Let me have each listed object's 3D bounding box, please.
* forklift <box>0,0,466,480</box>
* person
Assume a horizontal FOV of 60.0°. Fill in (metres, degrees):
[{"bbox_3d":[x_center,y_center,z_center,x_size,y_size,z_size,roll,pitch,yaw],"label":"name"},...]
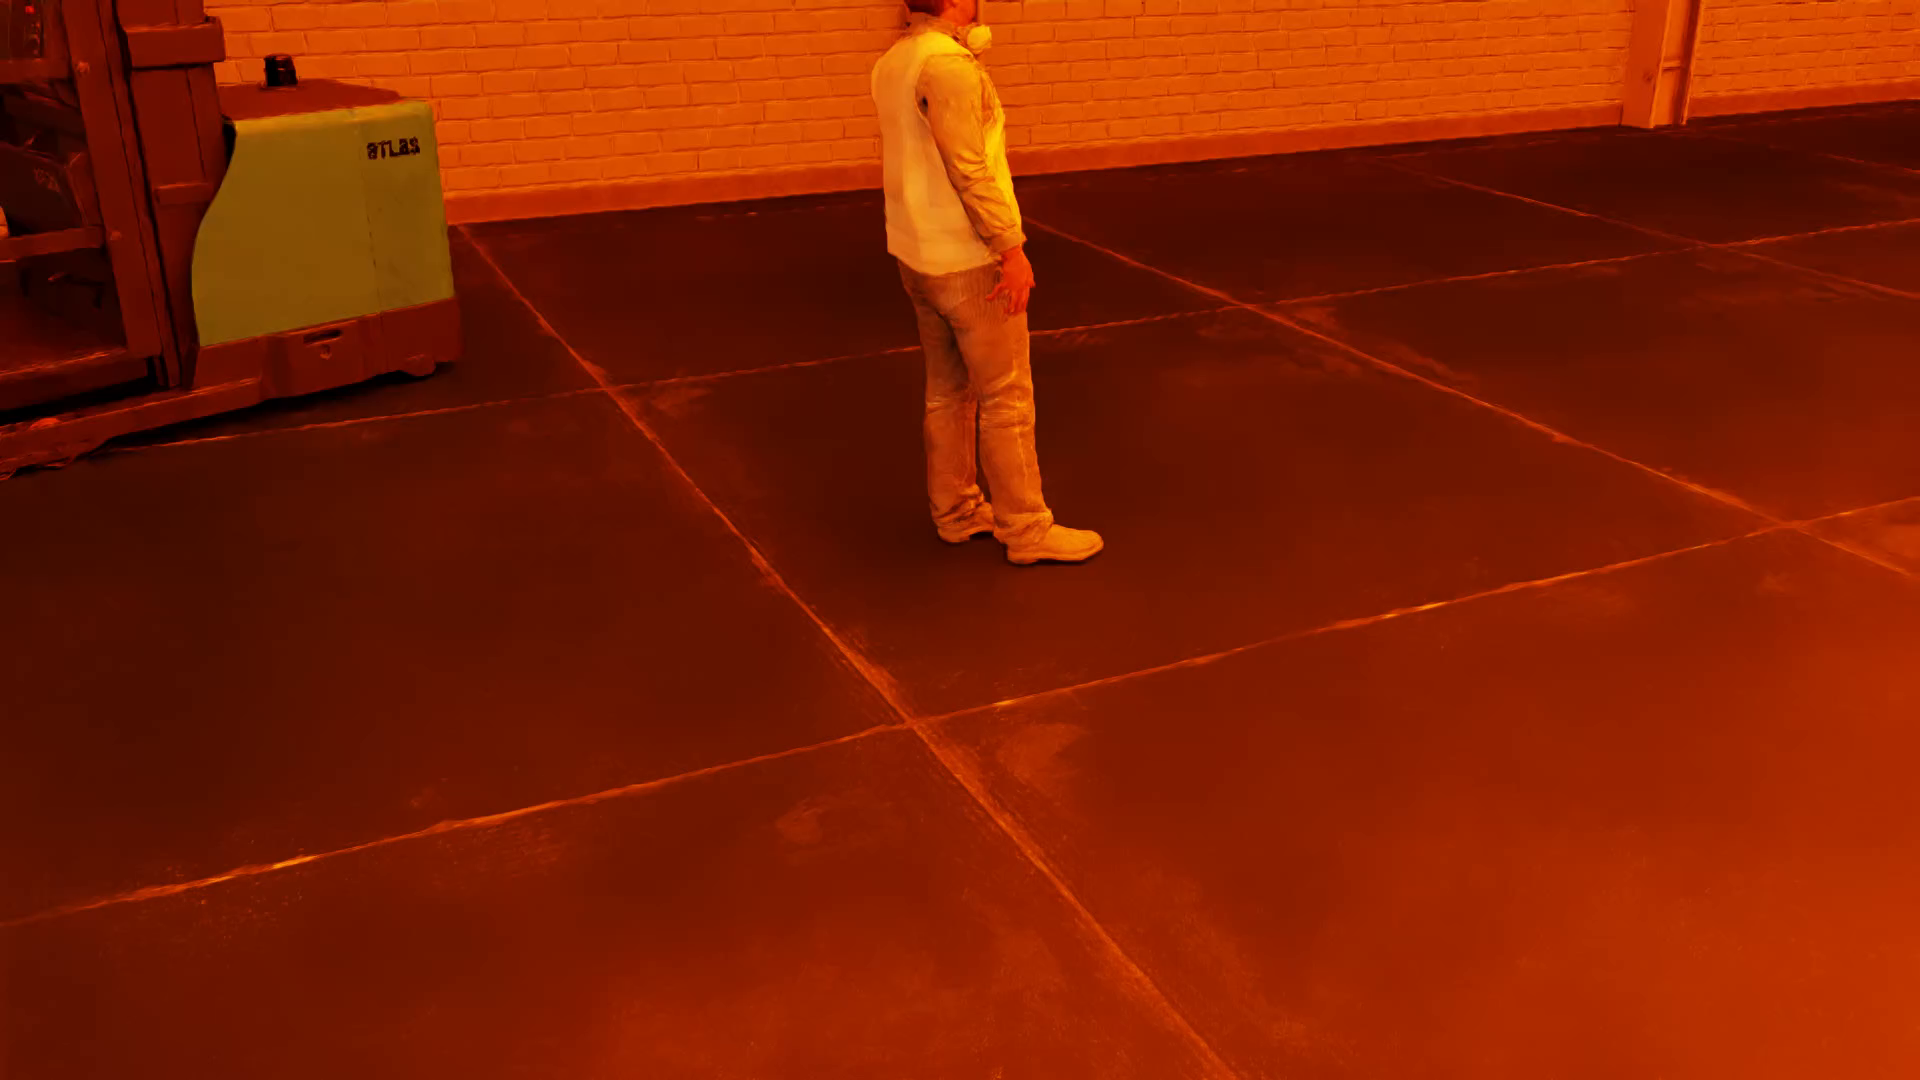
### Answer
[{"bbox_3d":[-3.403,-1.773,5.554,1.130,2.935,3.031,21,30,41],"label":"forklift"},{"bbox_3d":[0.060,-0.833,4.781,0.567,1.773,0.632,-10,25,-23],"label":"person"}]
